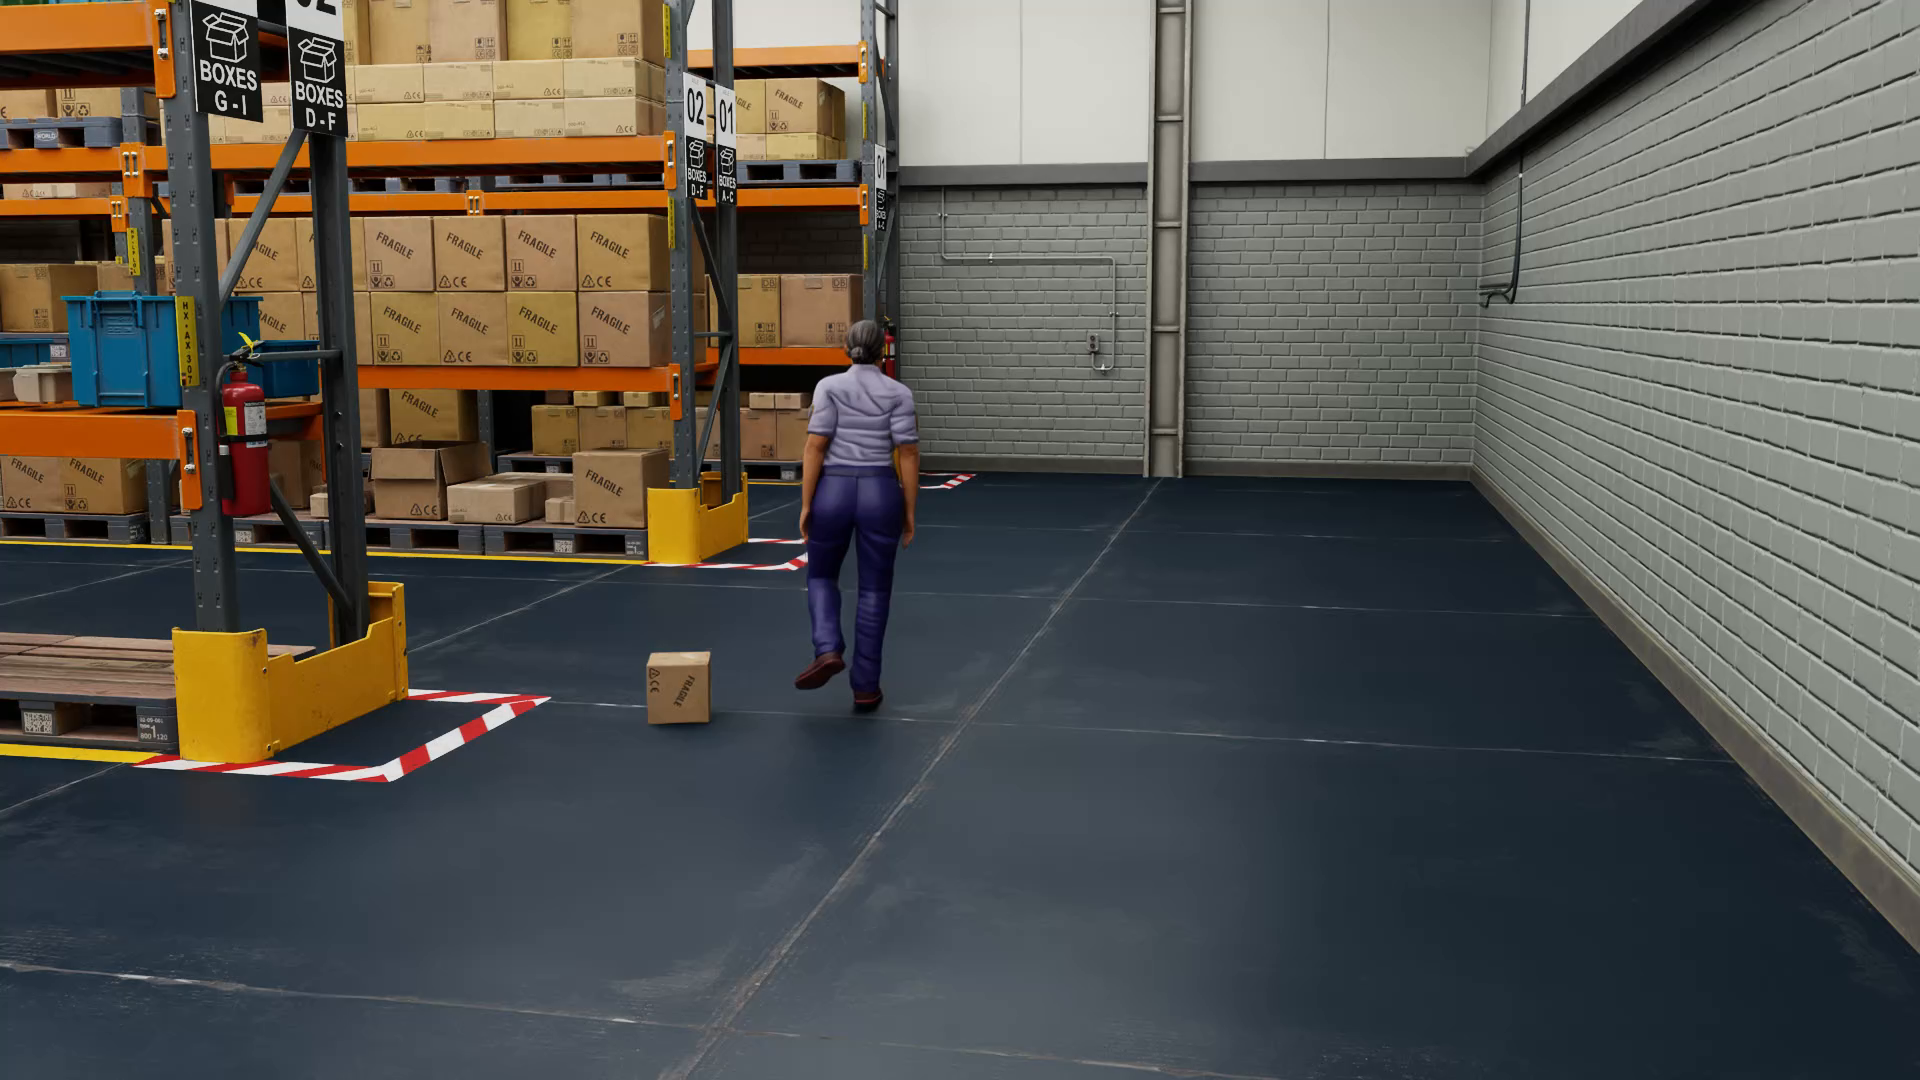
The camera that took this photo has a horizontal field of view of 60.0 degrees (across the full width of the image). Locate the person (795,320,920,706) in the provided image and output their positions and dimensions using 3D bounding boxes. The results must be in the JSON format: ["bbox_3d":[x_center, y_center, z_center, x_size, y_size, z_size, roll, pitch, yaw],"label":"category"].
[{"bbox_3d":[-0.443,-0.121,7.153,0.542,1.636,0.445,0,8,-3],"label":"person"}]
